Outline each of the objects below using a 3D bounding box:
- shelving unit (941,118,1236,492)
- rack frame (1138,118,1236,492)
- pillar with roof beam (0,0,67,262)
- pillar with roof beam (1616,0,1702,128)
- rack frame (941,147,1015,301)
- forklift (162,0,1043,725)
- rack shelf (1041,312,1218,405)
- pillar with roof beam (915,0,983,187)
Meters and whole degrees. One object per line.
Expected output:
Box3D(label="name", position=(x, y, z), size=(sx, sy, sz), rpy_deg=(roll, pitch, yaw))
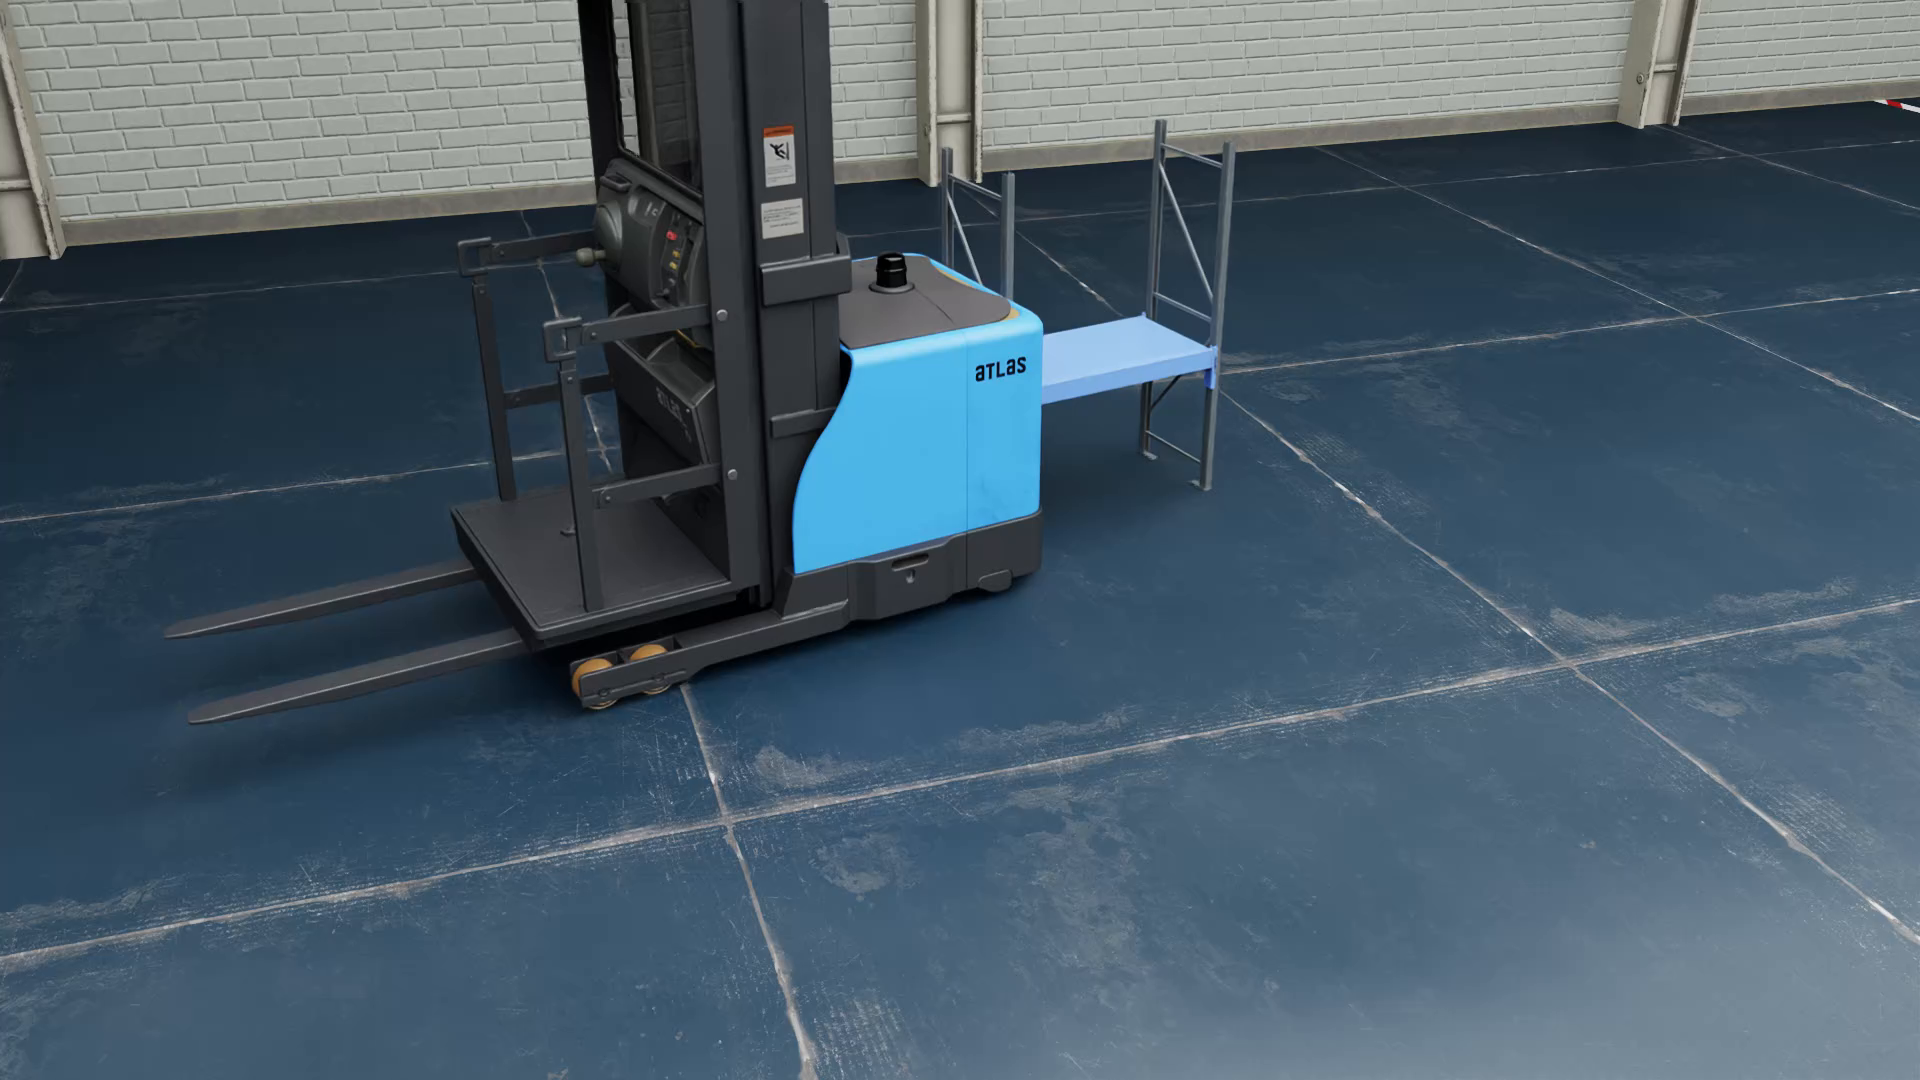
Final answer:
Box3D(label="shelving unit", position=(0.504, -0.868, 6.811), size=(1.048, 1.500, 0.538), rpy_deg=(-14, 30, -26))
Box3D(label="rack frame", position=(0.946, -0.980, 7.037), size=(0.032, 1.500, 0.500), rpy_deg=(-14, 30, -26))
Box3D(label="pillar with roof beam", position=(-4.447, -3.981, 4.649), size=(0.400, 9.000, 9.100), rpy_deg=(-8, 28, -16))
Box3D(label="pillar with roof beam", position=(6.963, -5.633, 7.978), size=(0.400, 9.000, 9.100), rpy_deg=(-8, 28, -16))
Box3D(label="rack frame", position=(0.063, -0.755, 6.585), size=(0.032, 1.500, 0.500), rpy_deg=(-14, 30, -26))
Box3D(label="forklift", position=(-1.222, -1.011, 5.491), size=(3.031, 2.935, 1.130), rpy_deg=(-14, 30, -26))
Box3D(label="rack shelf", position=(0.504, -0.706, 6.891), size=(1.000, 0.185, 0.538), rpy_deg=(-14, 30, -26))
Box3D(label="pillar with roof beam", position=(1.258, -4.807, 6.313), size=(0.400, 9.000, 9.100), rpy_deg=(-8, 28, -16))
